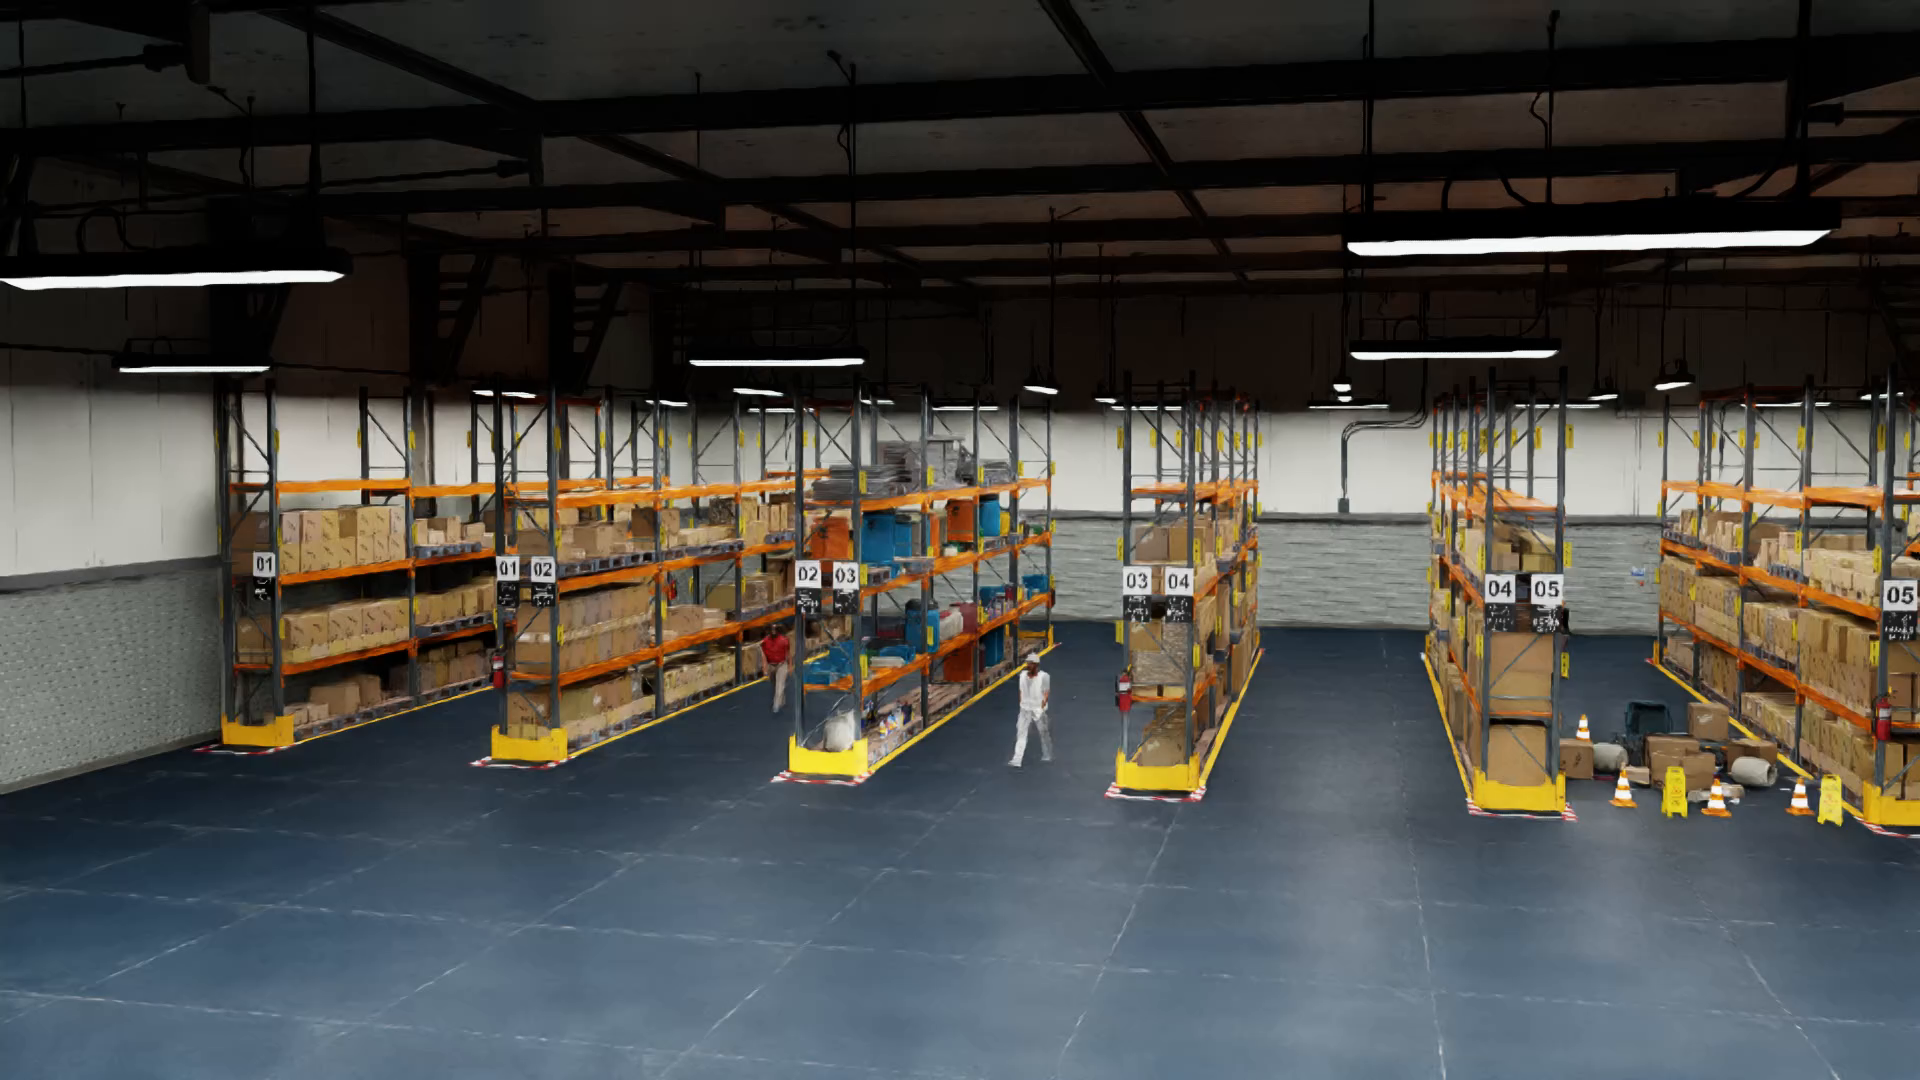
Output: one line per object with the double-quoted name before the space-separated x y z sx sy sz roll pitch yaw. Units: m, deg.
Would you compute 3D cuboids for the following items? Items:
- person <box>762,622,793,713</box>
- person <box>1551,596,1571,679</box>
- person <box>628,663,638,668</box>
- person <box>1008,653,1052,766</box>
"person" -3.399 2.326 30.618 0.542 1.645 1.126 1 4 16
"person" 12.585 2.035 34.952 0.555 1.722 0.614 3 5 41
"person" -6.717 2.164 33.777 0.456 1.589 1.088 1 4 16
"person" 1.123 2.594 25.556 0.554 1.722 1.037 1 4 23
